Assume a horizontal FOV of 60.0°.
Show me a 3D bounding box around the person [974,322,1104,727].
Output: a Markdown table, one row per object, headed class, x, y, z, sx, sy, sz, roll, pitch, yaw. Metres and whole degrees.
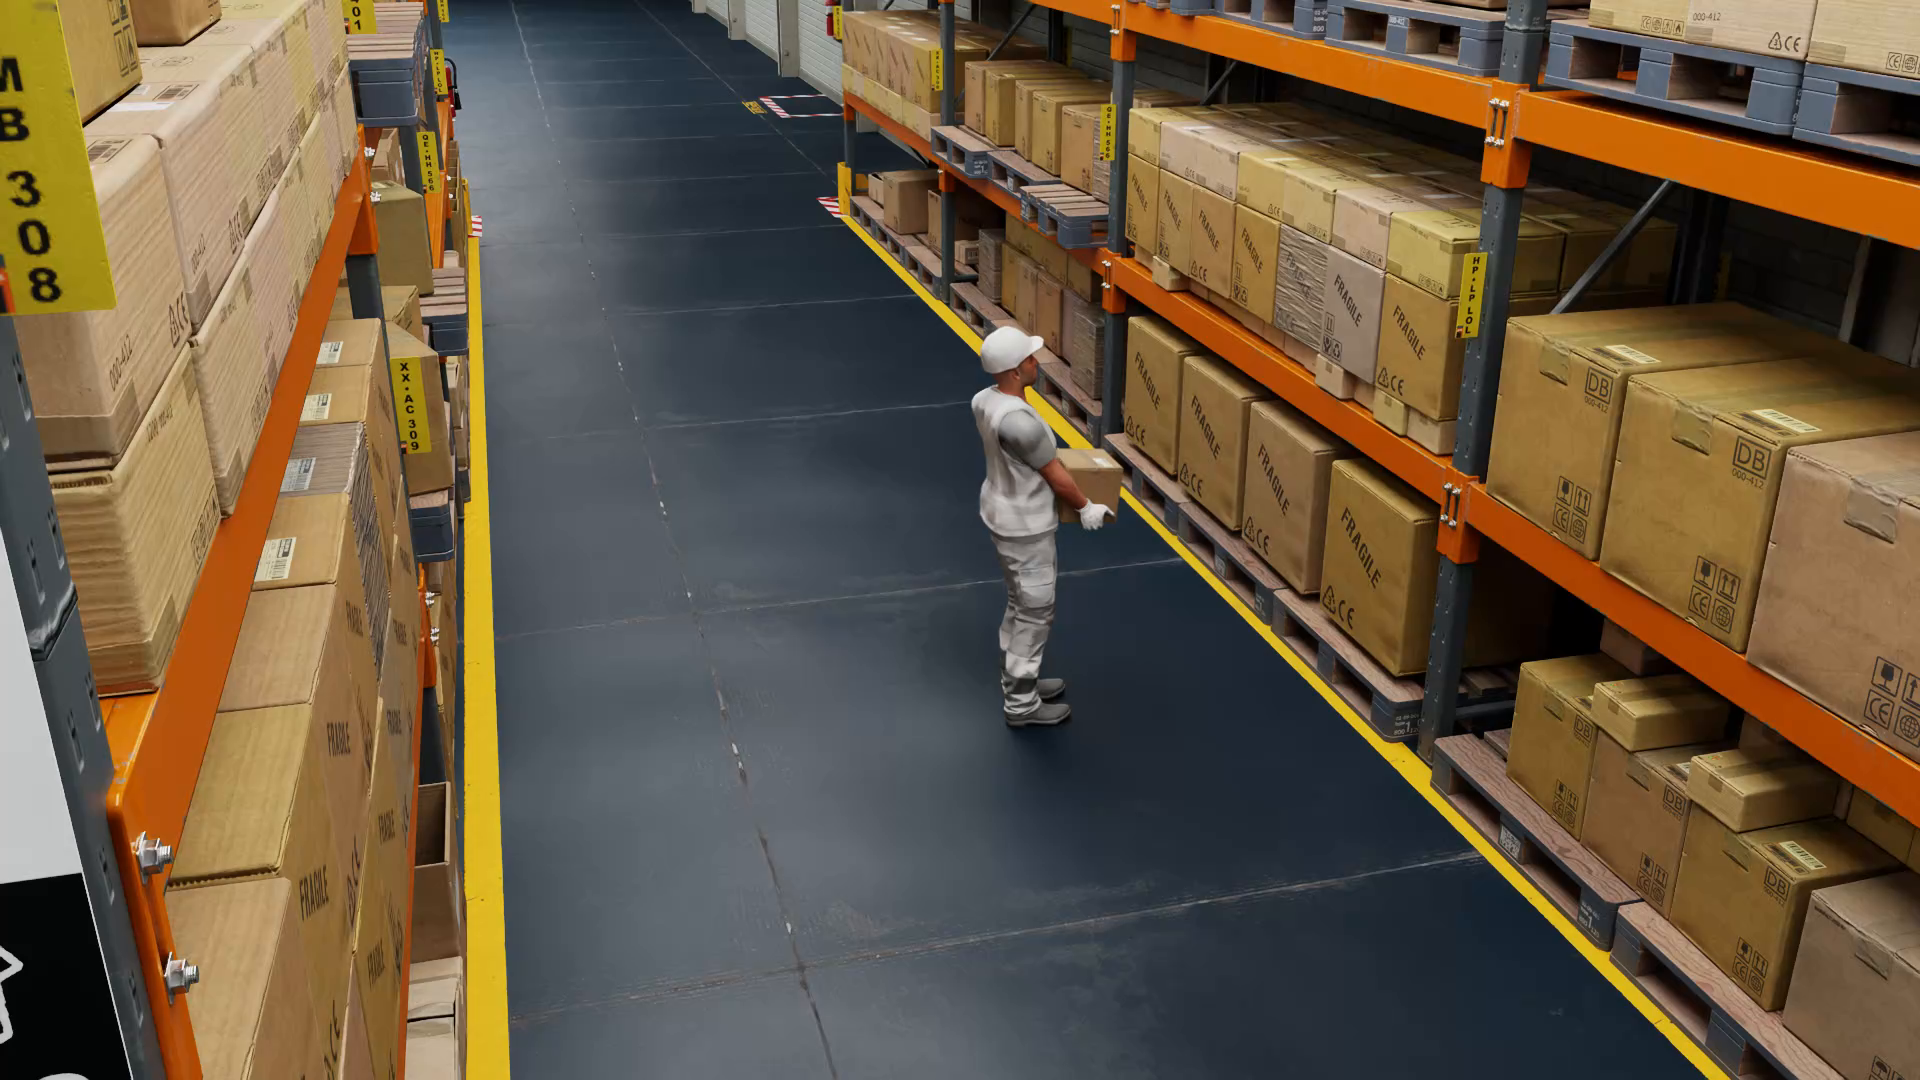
| class | x | y | z | sx | sy | sz | roll | pitch | yaw |
| --- | --- | --- | --- | --- | --- | --- | --- | --- | --- |
| person | 0.361 | -0.085 | 7.261 | 0.546 | 1.793 | 0.523 | -8 | 24 | -18 |
